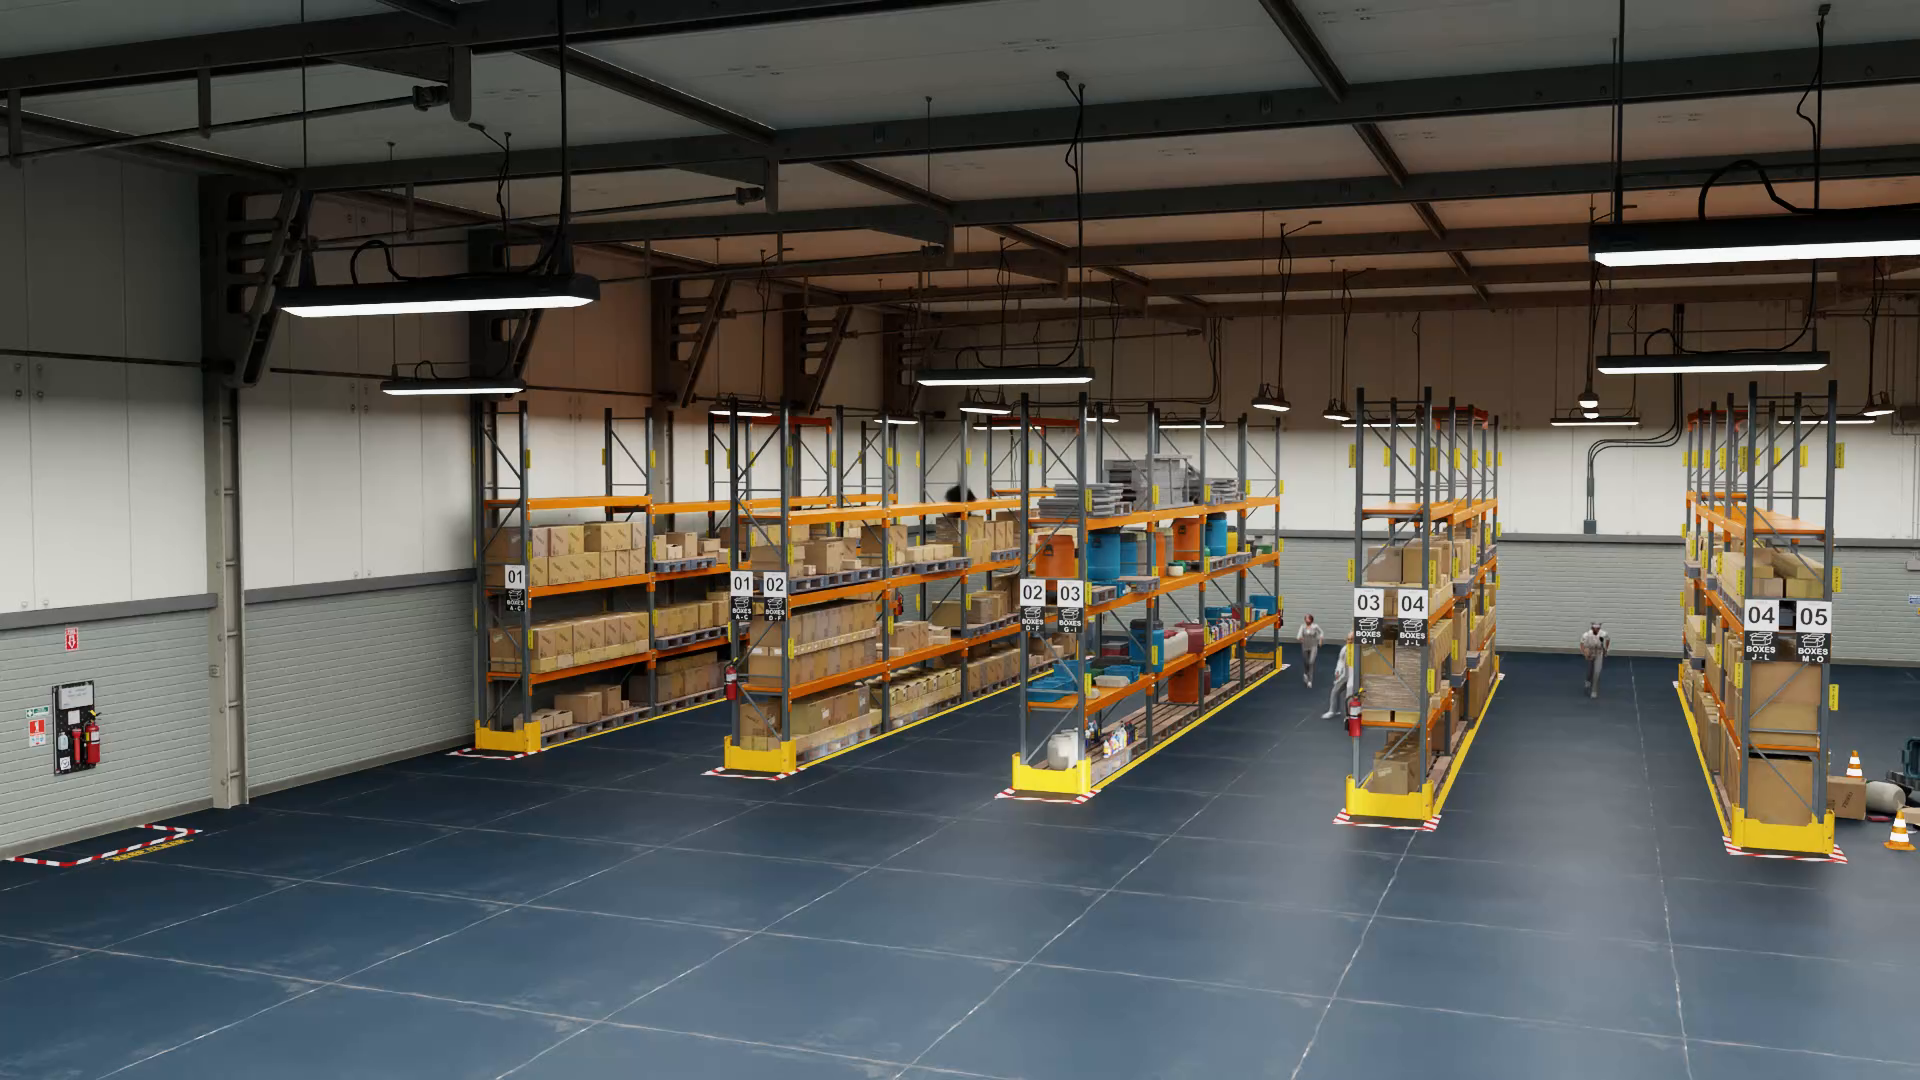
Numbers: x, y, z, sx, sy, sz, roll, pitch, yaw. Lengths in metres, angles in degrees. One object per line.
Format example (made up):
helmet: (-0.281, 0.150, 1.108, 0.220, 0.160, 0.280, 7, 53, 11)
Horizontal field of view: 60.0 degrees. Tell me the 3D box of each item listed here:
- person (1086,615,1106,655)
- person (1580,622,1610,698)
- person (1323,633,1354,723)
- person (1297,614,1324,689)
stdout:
person: (3.350, 2.087, 42.428, 0.641, 1.715, 0.741, 2, 4, 41)
person: (13.464, 2.506, 35.340, 0.601, 1.634, 0.959, 0, 3, 8)
person: (7.372, 2.617, 31.721, 0.456, 1.710, 0.999, -2, 3, -33)
person: (7.706, 2.421, 36.614, 0.556, 1.615, 0.861, 1, 3, 20)
